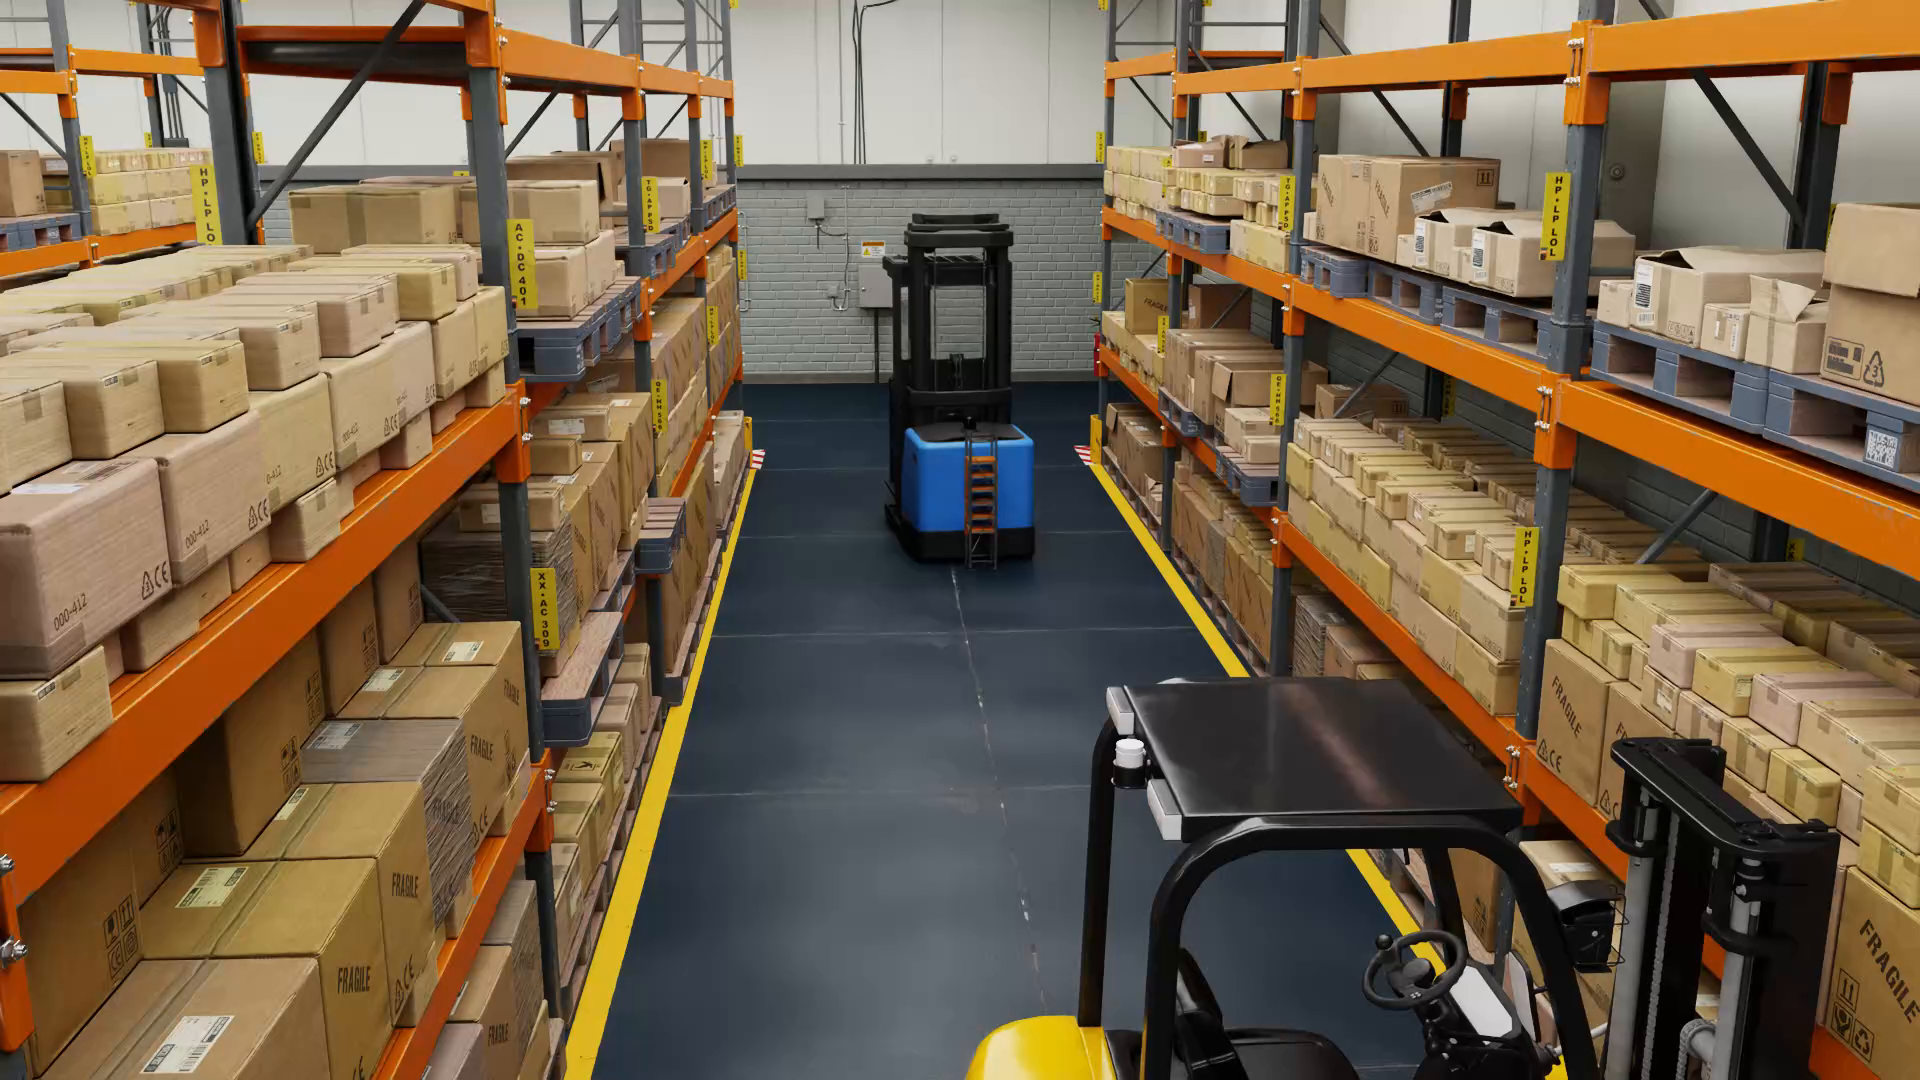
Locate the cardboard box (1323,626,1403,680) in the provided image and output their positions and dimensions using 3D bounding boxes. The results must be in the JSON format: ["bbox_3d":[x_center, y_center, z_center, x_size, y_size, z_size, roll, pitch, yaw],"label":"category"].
[{"bbox_3d":[2.625,0.890,9.694,0.875,0.625,0.625,0,14,-2],"label":"cardboard box"}]

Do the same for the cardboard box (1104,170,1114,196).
[{"bbox_3d":[1.811,-3.774,17.581,0.500,0.250,0.500,-1,14,-4],"label":"cardboard box"}]

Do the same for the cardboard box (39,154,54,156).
[{"bbox_3d":[-7.960,-3.205,14.163,0.380,0.149,0.250,-1,14,-4],"label":"cardboard box"}]

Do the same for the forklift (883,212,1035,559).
[{"bbox_3d":[-0.115,-1.577,15.496,1.130,2.935,3.031,-3,15,-10],"label":"forklift"}]

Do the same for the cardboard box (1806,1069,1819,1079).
[{"bbox_3d":[2.605,1.771,5.016,0.500,0.250,0.500,-1,14,-5],"label":"cardboard box"}]

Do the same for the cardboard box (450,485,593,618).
[{"bbox_3d":[-1.929,0.056,7.370,0.500,0.500,0.500,-1,14,-3],"label":"cardboard box"}]

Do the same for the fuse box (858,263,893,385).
[{"bbox_3d":[-1.165,-3.061,23.712,0.539,1.711,0.414,-1,14,-3],"label":"fuse box"}]

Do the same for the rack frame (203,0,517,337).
[{"bbox_3d":[-2.154,-2.207,5.770,1.000,3.000,0.127,-1,14,-3],"label":"rack frame"}]

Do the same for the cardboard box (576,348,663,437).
[{"bbox_3d":[-2.189,-0.956,10.739,0.500,0.500,0.500,-1,14,-5],"label":"cardboard box"}]

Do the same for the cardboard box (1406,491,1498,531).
[{"bbox_3d":[2.448,-0.141,8.276,0.380,0.149,0.250,-1,14,-3],"label":"cardboard box"}]

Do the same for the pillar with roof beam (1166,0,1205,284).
[{"bbox_3d":[-1.508,-5.887,20.073,9.100,9.000,0.400,-1,14,-3],"label":"pillar with roof beam"}]

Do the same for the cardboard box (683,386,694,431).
[{"bbox_3d":[-2.255,-0.975,12.318,0.500,0.250,0.500,-1,14,-2],"label":"cardboard box"}]

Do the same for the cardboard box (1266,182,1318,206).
[{"bbox_3d":[2.257,-2.305,11.073,0.380,0.149,0.250,-1,14,-5],"label":"cardboard box"}]

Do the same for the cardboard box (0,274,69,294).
[{"bbox_3d":[-7.883,-1.980,14.120,0.500,0.500,0.500,-1,14,-5],"label":"cardboard box"}]

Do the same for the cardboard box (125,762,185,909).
[{"bbox_3d":[-2.314,0.641,3.934,0.700,0.500,0.500,-1,14,-4],"label":"cardboard box"}]

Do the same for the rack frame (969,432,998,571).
[{"bbox_3d":[0.197,-0.320,14.087,0.240,1.200,0.006,-3,15,-10],"label":"rack frame"}]

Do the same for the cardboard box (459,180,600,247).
[{"bbox_3d":[-1.832,-1.403,7.118,0.500,0.250,0.500,-1,14,-5],"label":"cardboard box"}]

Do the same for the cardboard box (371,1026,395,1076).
[{"bbox_3d":[-1.769,1.338,4.533,0.380,0.149,0.250,-1,14,-5],"label":"cardboard box"}]

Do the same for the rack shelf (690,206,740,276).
[{"bbox_3d":[-2.774,-2.893,15.900,1.077,0.370,4.000,-1,14,-3],"label":"rack shelf"}]

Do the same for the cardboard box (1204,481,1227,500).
[{"bbox_3d":[2.213,-0.384,13.593,0.380,0.149,0.250,-1,14,-4],"label":"cardboard box"}]

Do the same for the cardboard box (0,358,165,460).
[{"bbox_3d":[-1.711,-0.242,3.053,0.380,0.149,0.250,-1,14,-3],"label":"cardboard box"}]

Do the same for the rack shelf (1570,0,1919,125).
[{"bbox_3d":[2.923,-1.246,4.278,1.077,0.370,4.000,-1,14,-3],"label":"rack shelf"}]

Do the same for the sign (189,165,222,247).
[{"bbox_3d":[-2.708,-1.186,5.994,0.100,0.325,0.005,-1,14,-3],"label":"sign"}]

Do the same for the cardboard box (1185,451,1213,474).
[{"bbox_3d":[2.124,-0.663,14.082,0.380,0.149,0.250,-2,15,-6],"label":"cardboard box"}]

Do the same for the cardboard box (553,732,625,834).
[{"bbox_3d":[-2.282,1.285,8.666,0.950,0.372,0.625,0,14,-2],"label":"cardboard box"}]

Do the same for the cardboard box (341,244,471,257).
[{"bbox_3d":[-1.917,-0.944,5.783,0.380,0.149,0.250,-1,14,-2],"label":"cardboard box"}]

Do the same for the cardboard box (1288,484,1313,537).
[{"bbox_3d":[2.335,-0.188,10.261,0.500,0.250,0.500,-1,14,-3],"label":"cardboard box"}]

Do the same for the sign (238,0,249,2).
[{"bbox_3d":[-7.277,-5.623,16.852,0.100,0.325,0.005,-1,14,-3],"label":"sign"}]

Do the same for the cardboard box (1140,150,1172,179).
[{"bbox_3d":[1.969,-3.510,15.551,0.500,0.250,0.500,-1,14,-2],"label":"cardboard box"}]

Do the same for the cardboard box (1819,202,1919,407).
[{"bbox_3d":[2.815,-0.648,4.478,0.797,0.503,0.637,0,14,-2],"label":"cardboard box"}]

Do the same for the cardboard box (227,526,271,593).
[{"bbox_3d":[-1.751,0.017,3.650,0.380,0.149,0.250,-1,14,-5],"label":"cardboard box"}]

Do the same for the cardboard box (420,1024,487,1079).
[{"bbox_3d":[-1.784,1.859,5.174,0.500,0.500,0.500,0,14,0],"label":"cardboard box"}]

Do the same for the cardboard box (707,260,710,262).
[{"bbox_3d":[-2.540,-2.538,15.585,0.380,0.149,0.250,-1,14,-4],"label":"cardboard box"}]

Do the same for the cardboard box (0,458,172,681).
[{"bbox_3d":[-1.672,0.039,2.761,0.500,0.250,0.500,-1,14,-4],"label":"cardboard box"}]

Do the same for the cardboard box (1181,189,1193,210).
[{"bbox_3d":[1.951,-2.681,13.091,0.380,0.149,0.250,-1,14,-3],"label":"cardboard box"}]

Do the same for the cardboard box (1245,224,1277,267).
[{"bbox_3d":[2.246,-2.003,11.298,0.500,0.250,0.500,-1,14,-3],"label":"cardboard box"}]

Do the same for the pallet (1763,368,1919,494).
[{"bbox_3d":[2.951,-0.275,4.457,1.003,0.211,1.213,-1,14,-3],"label":"pallet"}]

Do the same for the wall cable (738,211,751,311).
[{"bbox_3d":[-3.271,-4.196,23.435,0.585,1.953,0.123,-1,14,-3],"label":"wall cable"}]

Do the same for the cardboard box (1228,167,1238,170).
[{"bbox_3d":[2.439,-3.023,13.825,0.380,0.149,0.250,-1,14,-4],"label":"cardboard box"}]

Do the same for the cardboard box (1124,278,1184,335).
[{"bbox_3d":[1.908,-2.309,16.402,0.500,0.500,0.500,-1,14,-2],"label":"cardboard box"}]

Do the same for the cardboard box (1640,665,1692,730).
[{"bbox_3d":[2.559,0.532,5.659,0.380,0.149,0.250,-1,14,-2],"label":"cardboard box"}]

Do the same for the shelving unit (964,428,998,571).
[{"bbox_3d":[0.181,-0.343,14.174,0.258,1.200,0.189,-3,15,-10],"label":"shelving unit"}]

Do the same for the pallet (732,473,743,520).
[{"bbox_3d":[-2.698,-0.436,16.520,1.003,0.211,1.213,-1,14,-3],"label":"pallet"}]

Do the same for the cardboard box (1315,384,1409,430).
[{"bbox_3d":[2.676,-0.757,11.128,0.500,0.500,0.500,0,14,-1],"label":"cardboard box"}]

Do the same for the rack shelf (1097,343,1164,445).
[{"bbox_3d":[2.180,-1.518,16.575,1.077,0.370,4.000,-1,14,-3],"label":"rack shelf"}]

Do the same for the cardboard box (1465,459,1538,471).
[{"bbox_3d":[2.979,-0.344,9.063,0.380,0.149,0.250,-1,14,-4],"label":"cardboard box"}]

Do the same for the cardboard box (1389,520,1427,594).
[{"bbox_3d":[2.449,0.078,8.226,0.500,0.250,0.500,-1,14,-2],"label":"cardboard box"}]

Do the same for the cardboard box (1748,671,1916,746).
[{"bbox_3d":[2.682,0.517,5.123,0.380,0.149,0.250,-1,14,-4],"label":"cardboard box"}]

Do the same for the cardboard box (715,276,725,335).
[{"bbox_3d":[-2.483,-2.200,15.573,0.500,0.500,0.500,-1,14,-2],"label":"cardboard box"}]

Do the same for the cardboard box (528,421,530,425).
[{"bbox_3d":[-2.566,-0.448,9.330,0.500,0.500,0.500,0,14,-1],"label":"cardboard box"}]

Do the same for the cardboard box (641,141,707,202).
[{"bbox_3d":[-2.477,-3.194,14.381,0.500,0.500,0.500,-1,14,-2],"label":"cardboard box"}]

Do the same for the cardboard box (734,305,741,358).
[{"bbox_3d":[-2.604,-2.219,17.654,0.500,0.500,0.500,-1,14,-3],"label":"cardboard box"}]

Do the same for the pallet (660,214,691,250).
[{"bbox_3d":[-2.544,-2.424,13.017,0.805,0.209,1.217,-1,15,-6],"label":"pallet"}]

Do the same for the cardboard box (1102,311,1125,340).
[{"bbox_3d":[1.815,-2.318,17.945,0.500,0.250,0.500,-1,14,-3],"label":"cardboard box"}]
